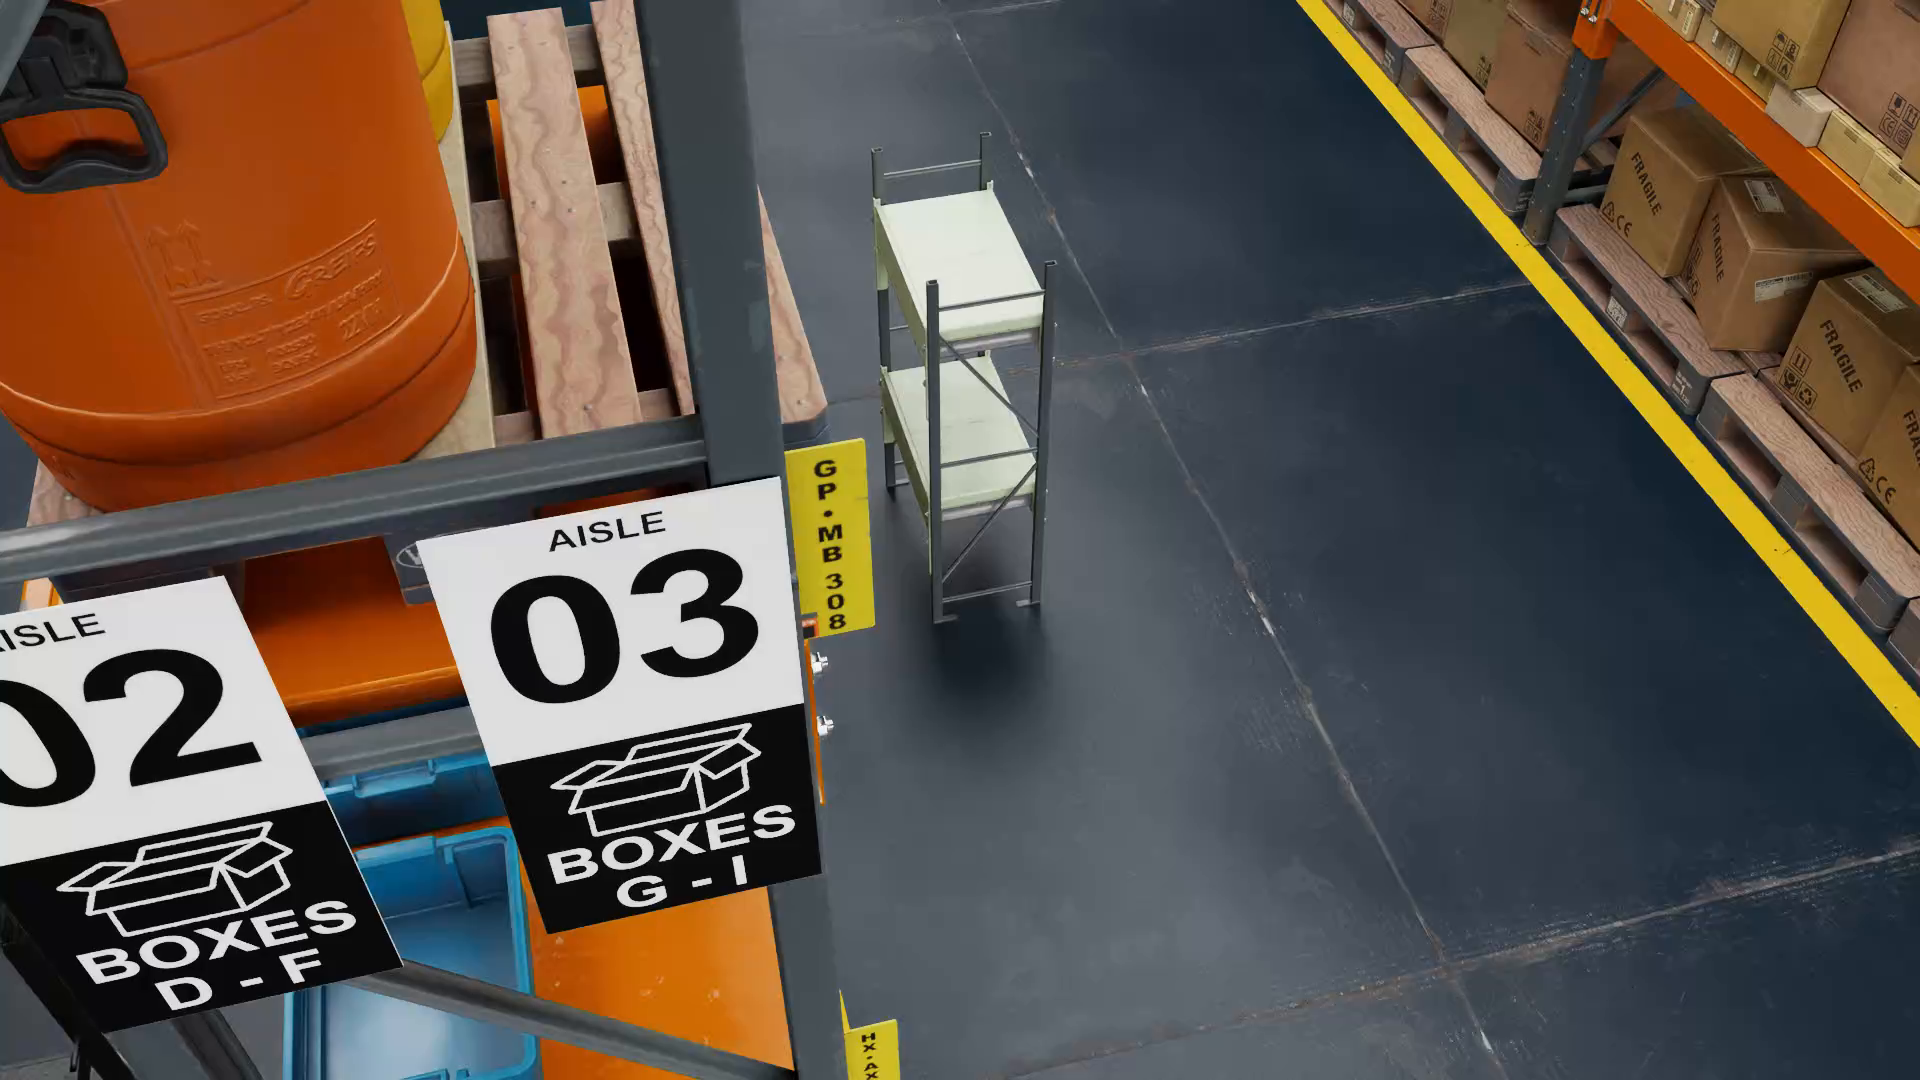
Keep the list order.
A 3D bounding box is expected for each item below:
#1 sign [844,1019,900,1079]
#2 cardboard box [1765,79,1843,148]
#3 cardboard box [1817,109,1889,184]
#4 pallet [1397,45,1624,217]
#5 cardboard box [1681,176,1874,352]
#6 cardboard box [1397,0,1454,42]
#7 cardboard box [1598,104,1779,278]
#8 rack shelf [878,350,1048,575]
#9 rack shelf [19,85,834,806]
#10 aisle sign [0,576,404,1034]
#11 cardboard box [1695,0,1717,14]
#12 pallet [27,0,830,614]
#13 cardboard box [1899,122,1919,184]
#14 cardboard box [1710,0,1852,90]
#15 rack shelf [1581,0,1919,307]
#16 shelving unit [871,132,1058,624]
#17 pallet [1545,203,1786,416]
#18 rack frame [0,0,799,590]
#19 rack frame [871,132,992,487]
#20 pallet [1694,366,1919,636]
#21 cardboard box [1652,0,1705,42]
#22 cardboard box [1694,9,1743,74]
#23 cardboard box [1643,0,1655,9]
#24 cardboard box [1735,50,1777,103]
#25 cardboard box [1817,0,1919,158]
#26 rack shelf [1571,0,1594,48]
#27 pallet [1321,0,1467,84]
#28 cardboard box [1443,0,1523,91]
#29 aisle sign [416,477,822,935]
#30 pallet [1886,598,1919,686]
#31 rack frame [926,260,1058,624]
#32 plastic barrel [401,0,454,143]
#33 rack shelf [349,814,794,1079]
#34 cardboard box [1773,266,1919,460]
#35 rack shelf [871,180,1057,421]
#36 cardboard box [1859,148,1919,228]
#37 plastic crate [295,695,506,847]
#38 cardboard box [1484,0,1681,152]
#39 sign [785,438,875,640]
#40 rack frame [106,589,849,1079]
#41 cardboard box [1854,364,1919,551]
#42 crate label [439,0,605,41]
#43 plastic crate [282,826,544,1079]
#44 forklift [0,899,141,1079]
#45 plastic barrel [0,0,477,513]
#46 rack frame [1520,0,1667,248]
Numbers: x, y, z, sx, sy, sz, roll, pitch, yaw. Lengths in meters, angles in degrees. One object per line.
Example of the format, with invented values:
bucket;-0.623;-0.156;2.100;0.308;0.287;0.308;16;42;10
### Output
sign;-0.159;0.962;3.013;0.100;0.325;0.005;-11;47;-10
cardboard box;3.076;-1.526;5.821;0.380;0.149;0.250;-11;47;-10
cardboard box;3.180;-1.361;5.660;0.380;0.149;0.250;-11;47;-10
pallet;2.871;-2.072;8.133;1.003;0.211;1.213;-11;47;-10
cardboard box;3.290;-1.106;6.689;0.500;0.500;0.500;3;46;2
cardboard box;2.688;-2.937;8.470;0.700;0.500;0.500;-14;47;-14
cardboard box;3.136;-1.500;7.076;0.500;0.500;0.500;-12;47;-12
rack shelf;0.002;-0.292;5.943;0.431;0.370;0.720;-11;47;-10
rack shelf;-1.204;-1.023;3.556;1.077;0.370;4.000;-11;47;-10
aisle sign;-0.961;0.350;1.986;0.394;0.787;0.004;-11;47;-10
cardboard box;3.127;-2.328;6.153;0.875;0.500;0.500;-11;47;-10
pallet;-0.809;-0.417;2.590;1.003;0.211;1.213;-11;47;-10
cardboard box;3.535;-1.297;5.143;0.875;0.500;0.500;-11;47;-10
cardboard box;3.221;-1.977;5.809;0.875;0.500;0.500;-11;47;-10
rack shelf;3.584;-0.878;5.514;1.077;0.370;4.000;-11;47;-10
shelving unit;0.002;-0.520;5.710;0.431;1.500;0.755;-11;47;-10
pallet;3.278;-1.078;7.158;1.003;0.211;1.213;-11;47;-10
rack frame;-0.692;-0.944;0.874;1.000;3.000;0.127;-11;47;-10
rack frame;-0.092;-0.773;5.957;0.400;1.500;0.023;-11;47;-10
pallet;3.594;-0.234;6.331;1.003;0.211;1.213;-11;47;-10
cardboard box;2.888;-2.045;6.330;0.380;0.149;0.250;-11;47;-10
cardboard box;2.978;-1.877;6.165;0.380;0.149;0.250;-11;47;-10
cardboard box;2.836;-2.220;6.501;0.380;0.149;0.250;-11;47;-10
cardboard box;3.051;-1.706;5.998;0.380;0.149;0.250;-11;47;-10
cardboard box;3.447;-1.650;5.488;0.875;0.500;0.500;-11;47;-10
rack shelf;2.560;-3.640;8.221;1.077;0.370;4.000;-11;47;-10
pallet;2.555;-2.916;8.960;1.003;0.211;1.213;-11;47;-10
cardboard box;2.832;-2.551;8.092;0.700;0.500;0.500;-11;47;-11
aisle sign;-0.390;0.242;2.092;0.394;0.787;0.004;-11;47;-10
pallet;3.903;0.607;5.508;1.003;0.211;1.213;-11;47;-10
rack frame;0.095;-0.268;5.462;0.400;1.500;0.023;-11;47;-10
plastic barrel;-1.107;-0.870;2.477;0.600;0.588;0.600;0;46;0
rack shelf;-1.204;0.027;4.627;1.077;0.370;4.000;-11;47;-10
cardboard box;3.524;-0.691;6.283;0.500;0.500;0.500;-15;47;-14
rack shelf;0.002;-0.793;5.431;0.431;0.370;0.720;-11;47;-10
cardboard box;3.233;-1.187;5.488;0.380;0.149;0.250;-11;47;-10
plastic crate;-1.270;0.468;3.795;0.499;0.251;0.408;-11;47;-10
cardboard box;2.935;-2.218;7.766;0.700;0.500;0.500;-14;47;-13
sign;-0.159;0.006;2.038;0.100;0.325;0.005;-11;47;-10
rack frame;-0.692;1.156;3.017;1.000;3.000;0.127;-11;47;-10
cardboard box;3.624;-0.298;5.898;0.500;0.500;0.500;-7;46;-7
crate label;-0.852;-1.194;3.324;0.502;0.251;0.408;-11;47;-10
plastic crate;-1.109;0.917;3.355;0.499;0.251;0.616;-11;47;-10
forklift;-2.535;0.963;3.254;1.130;2.935;3.031;-10;46;-10
plastic barrel;-0.939;-0.503;1.948;0.600;0.830;0.708;-11;47;-10
rack frame;3.072;-2.511;6.611;1.000;3.000;0.127;-11;47;-10
